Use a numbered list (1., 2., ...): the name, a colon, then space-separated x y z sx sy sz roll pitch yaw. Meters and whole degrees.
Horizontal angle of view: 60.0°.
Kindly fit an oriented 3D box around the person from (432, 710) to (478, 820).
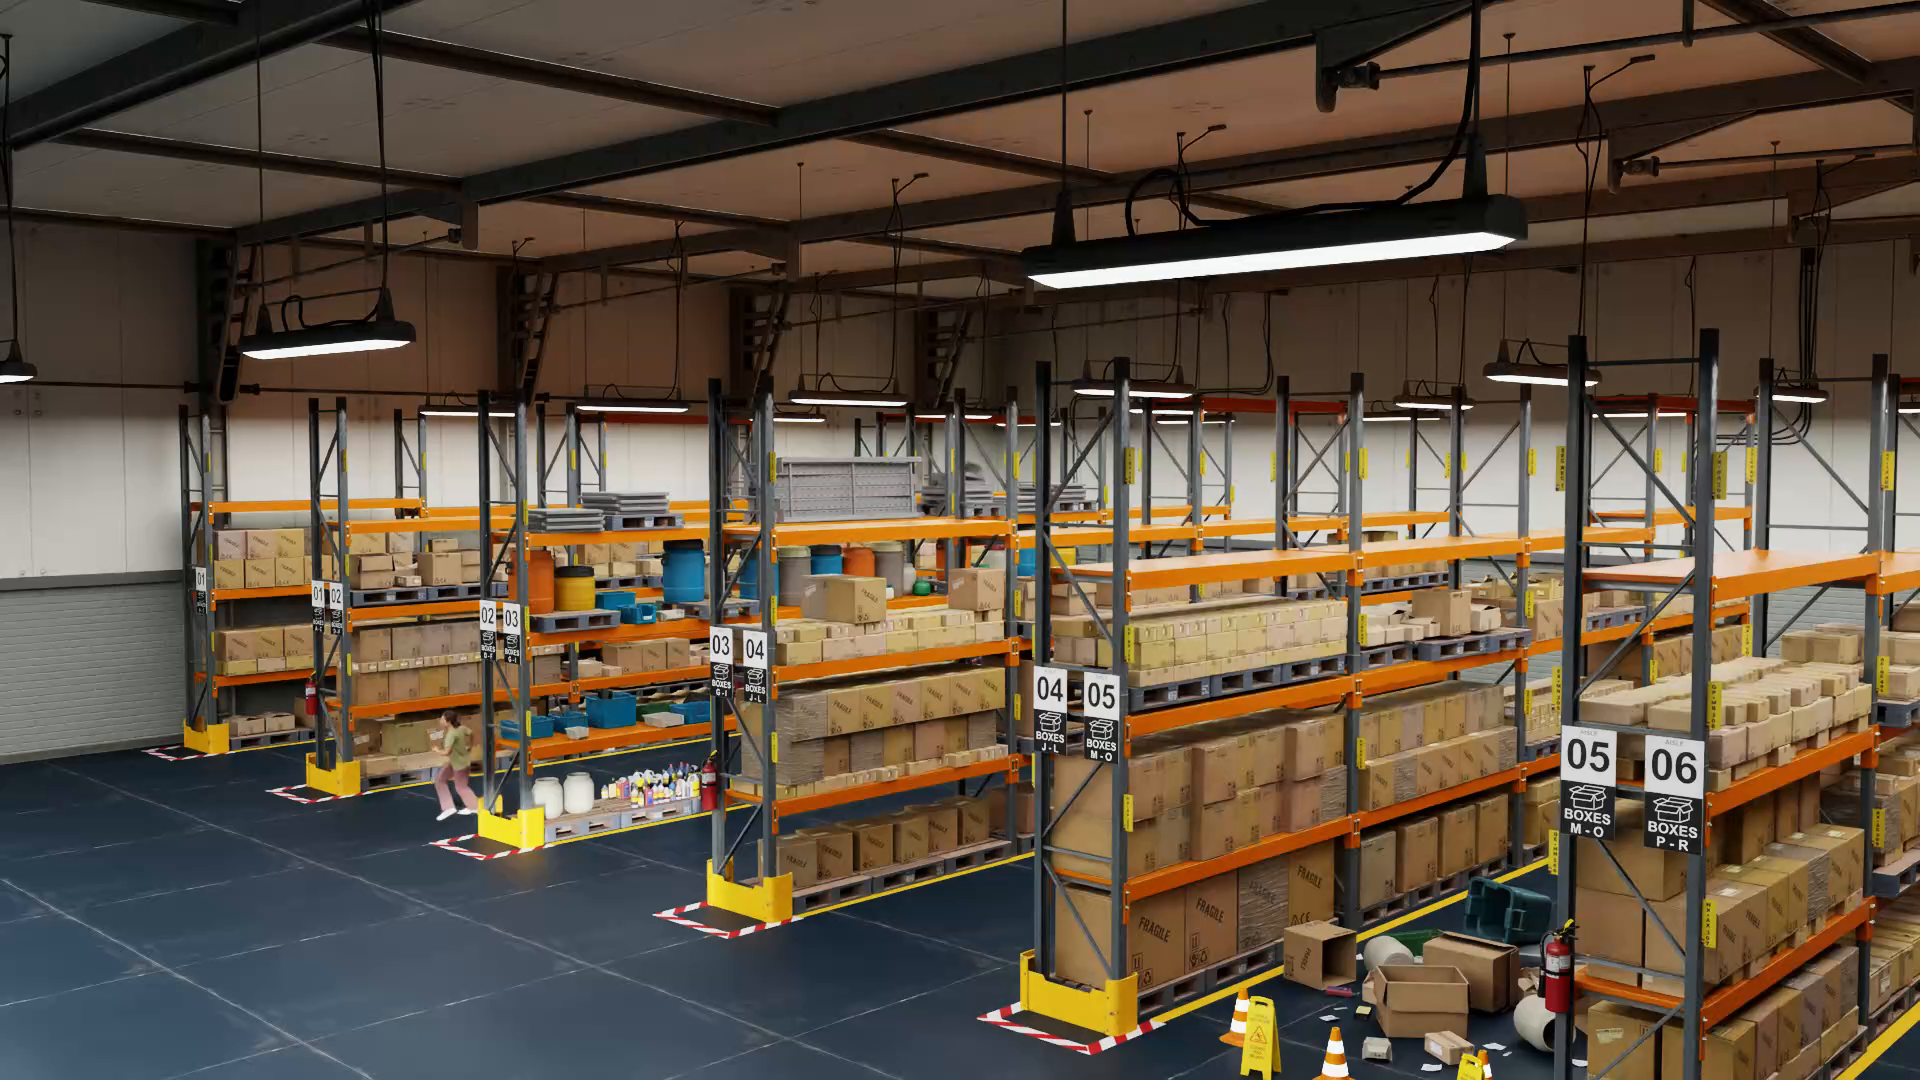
1. person: -7.026 3.132 23.226 0.671 1.567 0.727 -1 3 -20
